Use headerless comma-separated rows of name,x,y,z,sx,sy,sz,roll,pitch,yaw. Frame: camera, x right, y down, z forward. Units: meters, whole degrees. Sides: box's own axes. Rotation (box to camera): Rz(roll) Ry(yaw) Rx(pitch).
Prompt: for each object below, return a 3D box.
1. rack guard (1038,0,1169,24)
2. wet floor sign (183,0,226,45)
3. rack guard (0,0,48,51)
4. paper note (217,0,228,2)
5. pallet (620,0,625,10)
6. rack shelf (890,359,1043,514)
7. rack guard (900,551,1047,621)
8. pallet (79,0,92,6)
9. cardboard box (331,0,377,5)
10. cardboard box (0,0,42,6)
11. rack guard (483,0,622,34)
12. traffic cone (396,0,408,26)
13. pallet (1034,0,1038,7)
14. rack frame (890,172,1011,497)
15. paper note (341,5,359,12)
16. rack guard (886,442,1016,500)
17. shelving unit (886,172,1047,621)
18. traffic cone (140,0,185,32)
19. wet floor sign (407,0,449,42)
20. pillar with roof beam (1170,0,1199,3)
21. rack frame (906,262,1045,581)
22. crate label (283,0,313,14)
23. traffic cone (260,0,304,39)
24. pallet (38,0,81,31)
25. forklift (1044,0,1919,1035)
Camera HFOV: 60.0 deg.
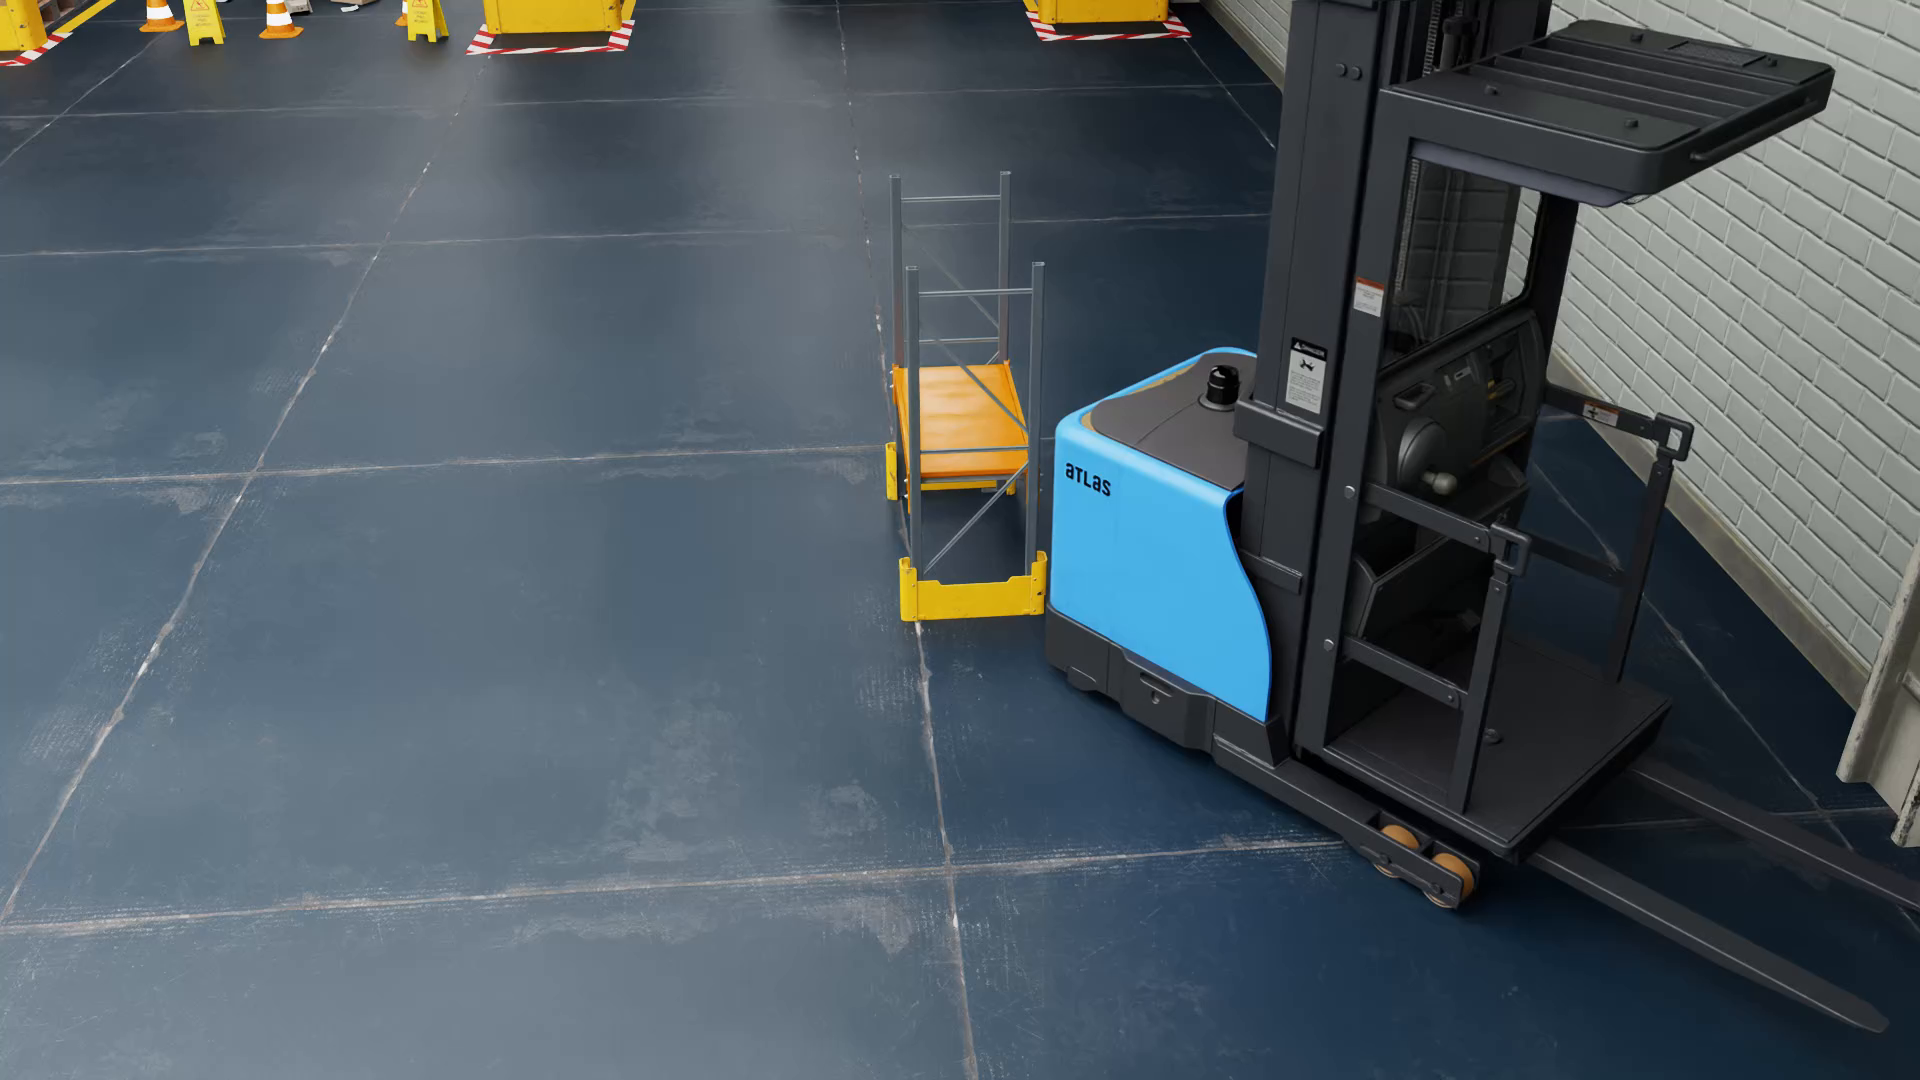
rack guard,1.311,-5.015,15.159,1.175,0.500,0.348,-3,31,-5
wet floor sign,-6.578,-4.642,14.392,0.267,0.644,0.232,-8,32,-13
rack guard,-8.550,-4.487,14.274,1.175,0.500,0.348,-3,31,-5
paper note,-7.004,-5.158,15.857,0.144,0.017,0.142,8,32,13
pallet,-3.681,-5.119,15.615,1.003,0.211,1.213,-3,31,-5
rack shelf,0.008,-0.446,6.885,0.538,0.185,1.000,-3,31,-5
rack guard,0.054,0.186,6.695,0.587,0.250,0.087,-3,31,-5
pallet,-8.816,-5.401,16.087,1.003,0.211,1.213,-3,31,-5
cardboard box,-5.767,-5.209,15.826,0.380,0.149,0.250,13,33,21
cardboard box,-8.681,-5.184,14.665,0.875,0.875,0.875,-3,31,-4
rack guard,-3.640,-4.827,14.843,1.175,0.500,0.348,-3,31,-5
traffic cone,-4.958,-4.930,15.052,0.336,0.463,0.334,-3,31,-5
pallet,1.195,-5.292,15.904,1.003,0.211,1.213,-3,31,-5
rack frame,-0.040,-0.860,7.227,0.500,1.500,0.032,-3,31,-5
paper note,-5.703,-4.974,15.547,0.148,0.019,0.142,-14,33,-22
rack guard,-0.039,-0.323,7.546,0.587,0.250,0.087,-3,31,-5
shelving unit,0.007,-0.605,6.800,0.587,1.500,1.083,-3,31,-5
traffic cone,-7.188,-4.822,14.872,0.336,0.463,0.334,-3,31,-5
wet floor sign,-4.681,-4.702,14.493,0.267,0.644,0.232,8,32,13
pillar with roof beam,-2.145,-8.869,13.322,9.100,9.000,0.400,-3,31,-5
rack frame,0.055,-0.341,6.358,0.500,1.500,0.032,-3,31,-5
crate label,-6.166,-4.961,15.423,0.250,0.136,0.298,-20,36,-30
traffic cone,-6.031,-4.703,14.672,0.336,0.463,0.334,-3,31,-5
pallet,-8.705,-4.780,15.046,1.003,0.211,1.213,-3,31,-5
forklift,1.709,-0.390,5.045,1.130,2.935,3.031,-26,40,-37
